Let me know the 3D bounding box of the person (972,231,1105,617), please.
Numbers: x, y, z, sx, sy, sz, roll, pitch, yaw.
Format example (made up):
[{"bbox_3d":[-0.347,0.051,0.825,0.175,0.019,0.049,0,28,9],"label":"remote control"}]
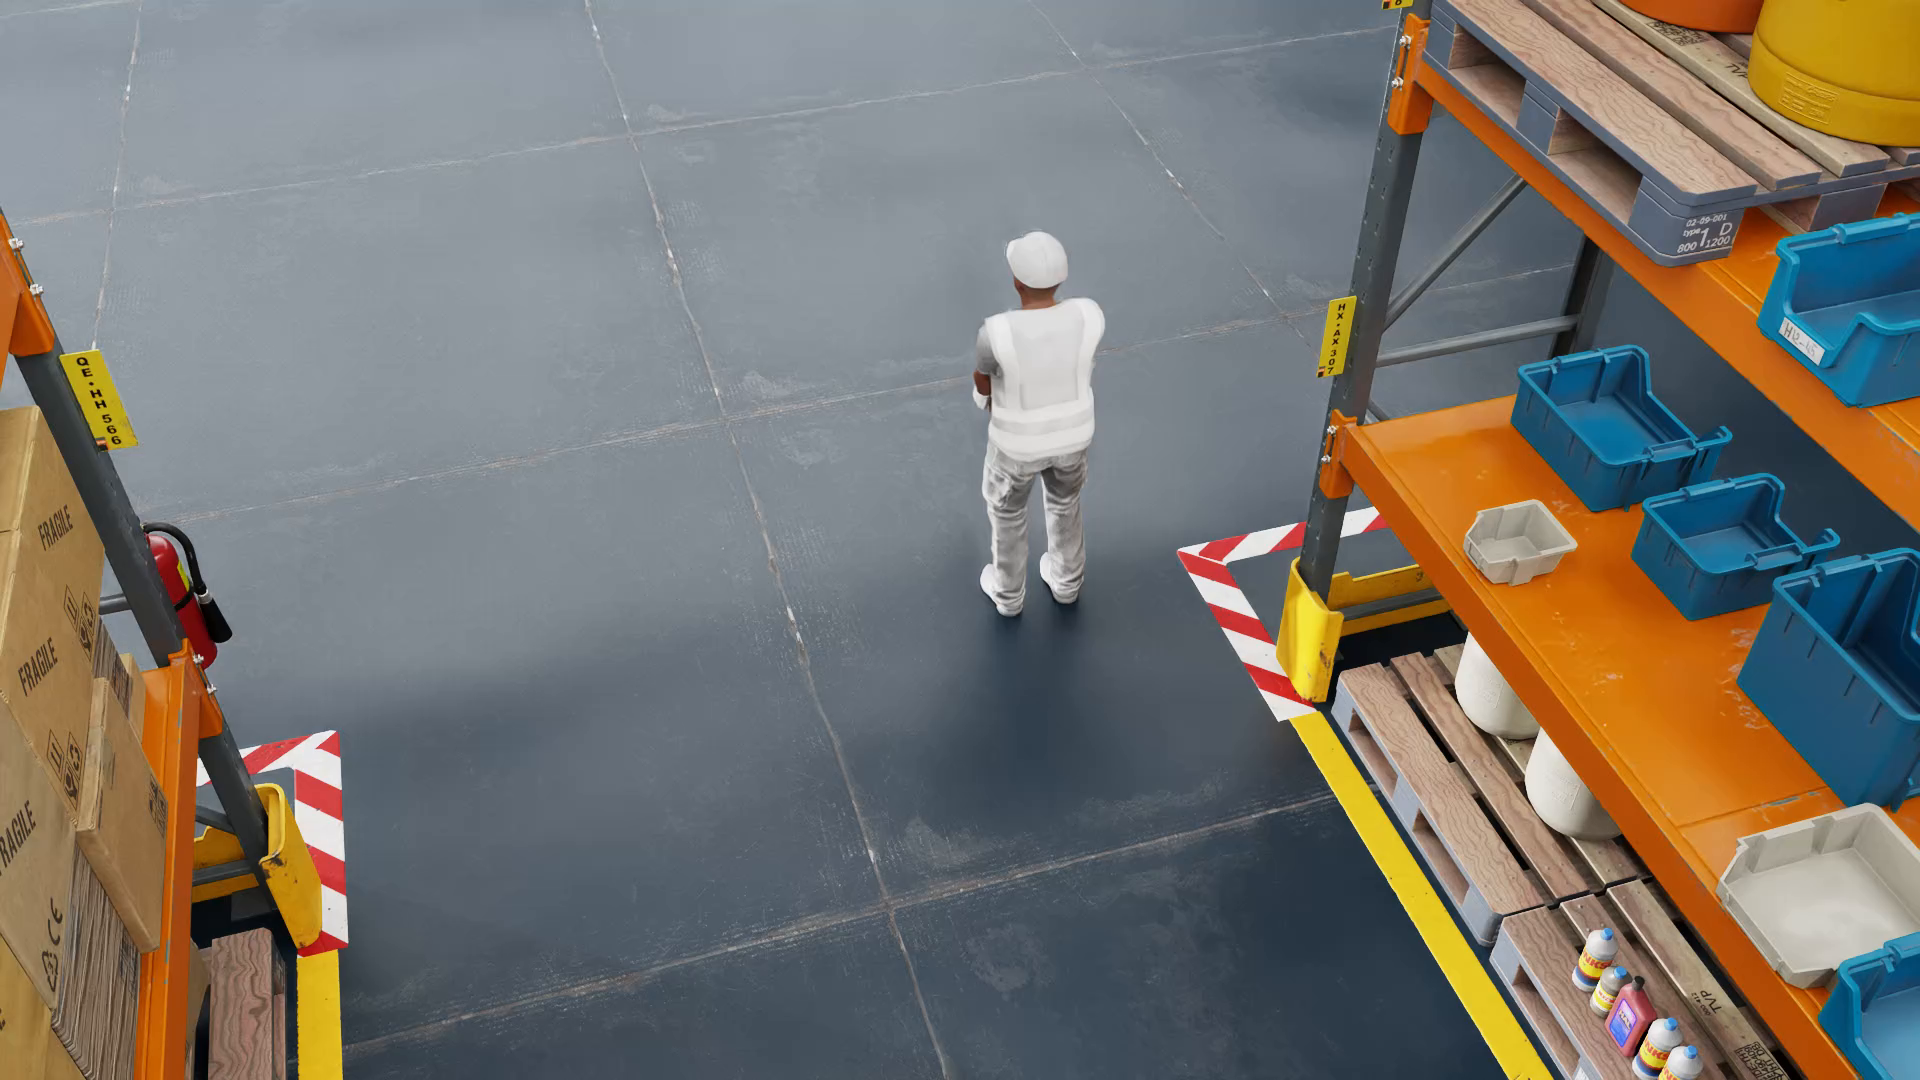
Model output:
[{"bbox_3d":[0.270,-0.490,6.693,0.491,1.781,0.582,-12,43,-13],"label":"person"}]
